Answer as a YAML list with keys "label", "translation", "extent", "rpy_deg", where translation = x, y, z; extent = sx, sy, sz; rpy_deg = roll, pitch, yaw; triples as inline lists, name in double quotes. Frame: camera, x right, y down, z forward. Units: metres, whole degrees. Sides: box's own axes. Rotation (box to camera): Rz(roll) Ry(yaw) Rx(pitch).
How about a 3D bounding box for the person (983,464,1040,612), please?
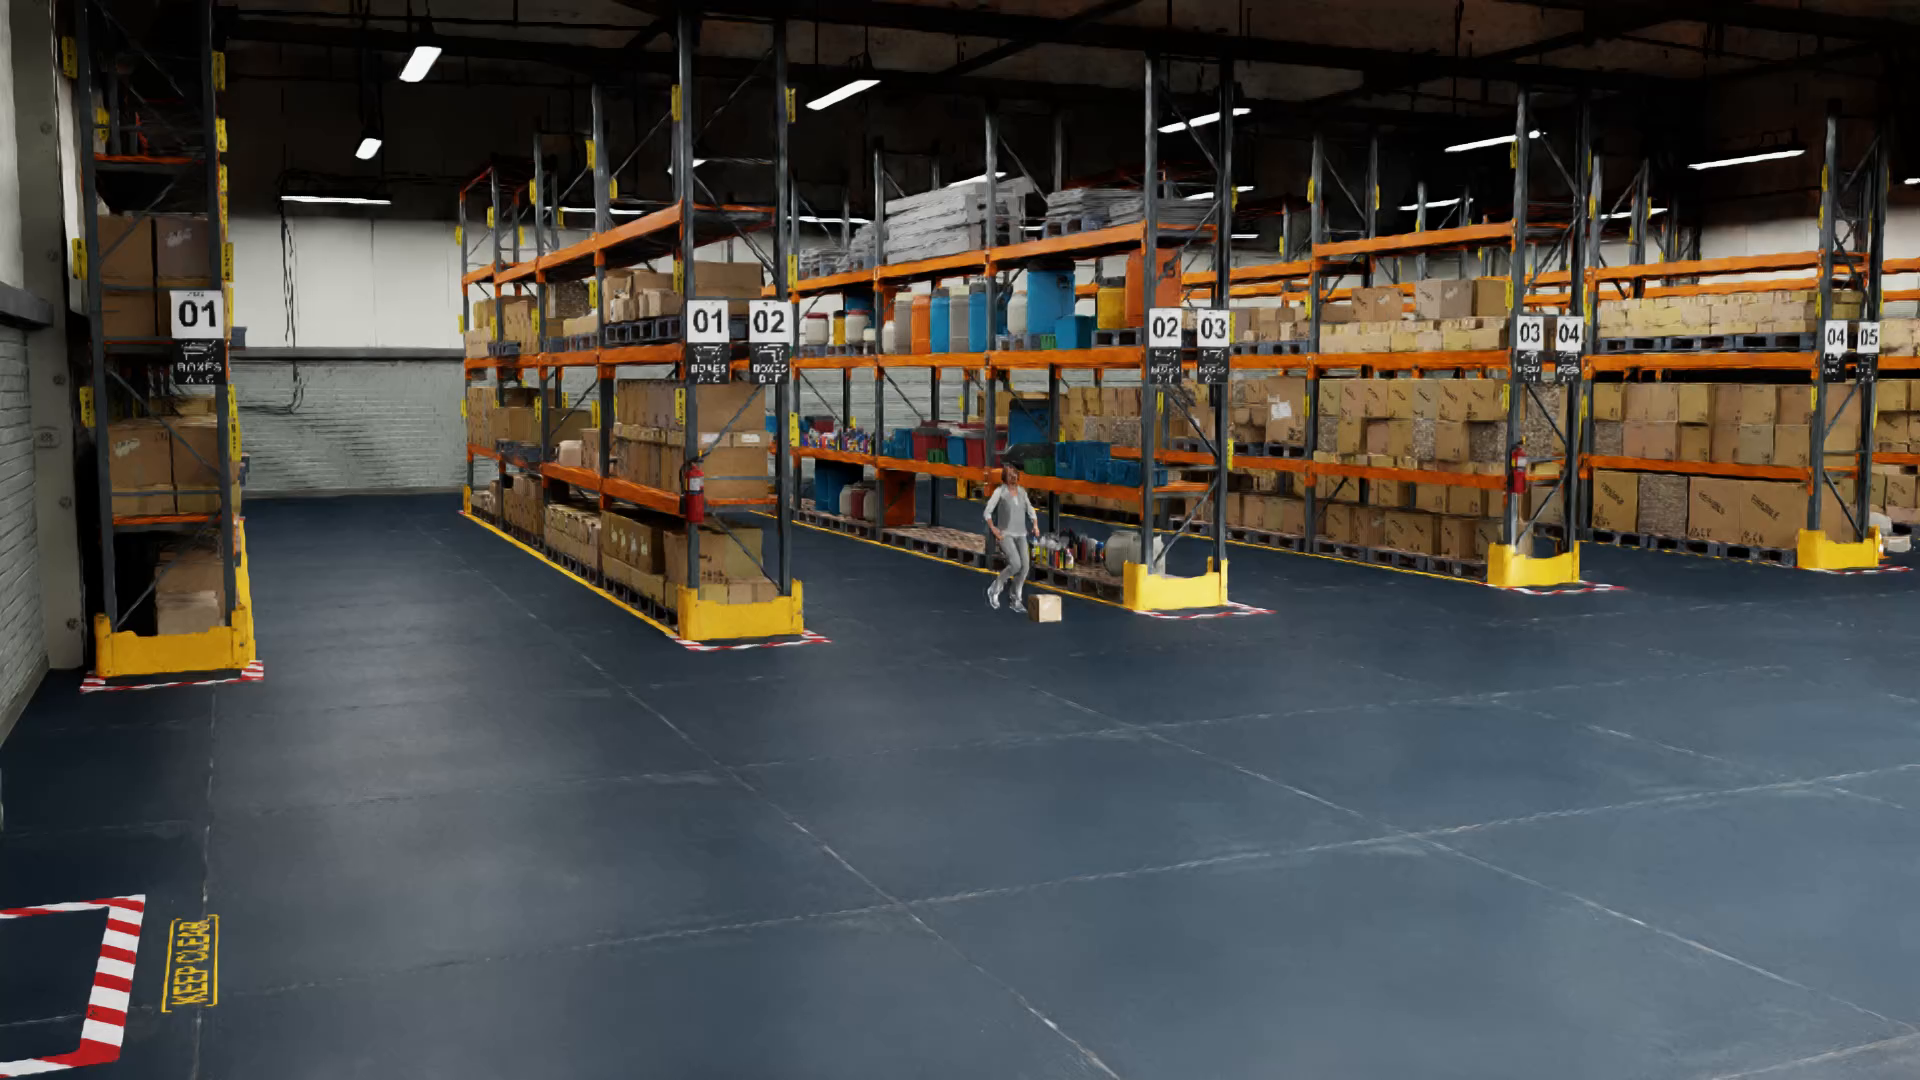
- label: "person"
  translation: [0.590, -0.022, 17.613]
  extent: [0.585, 1.567, 0.439]
  rpy_deg: [-4, 7, -36]
